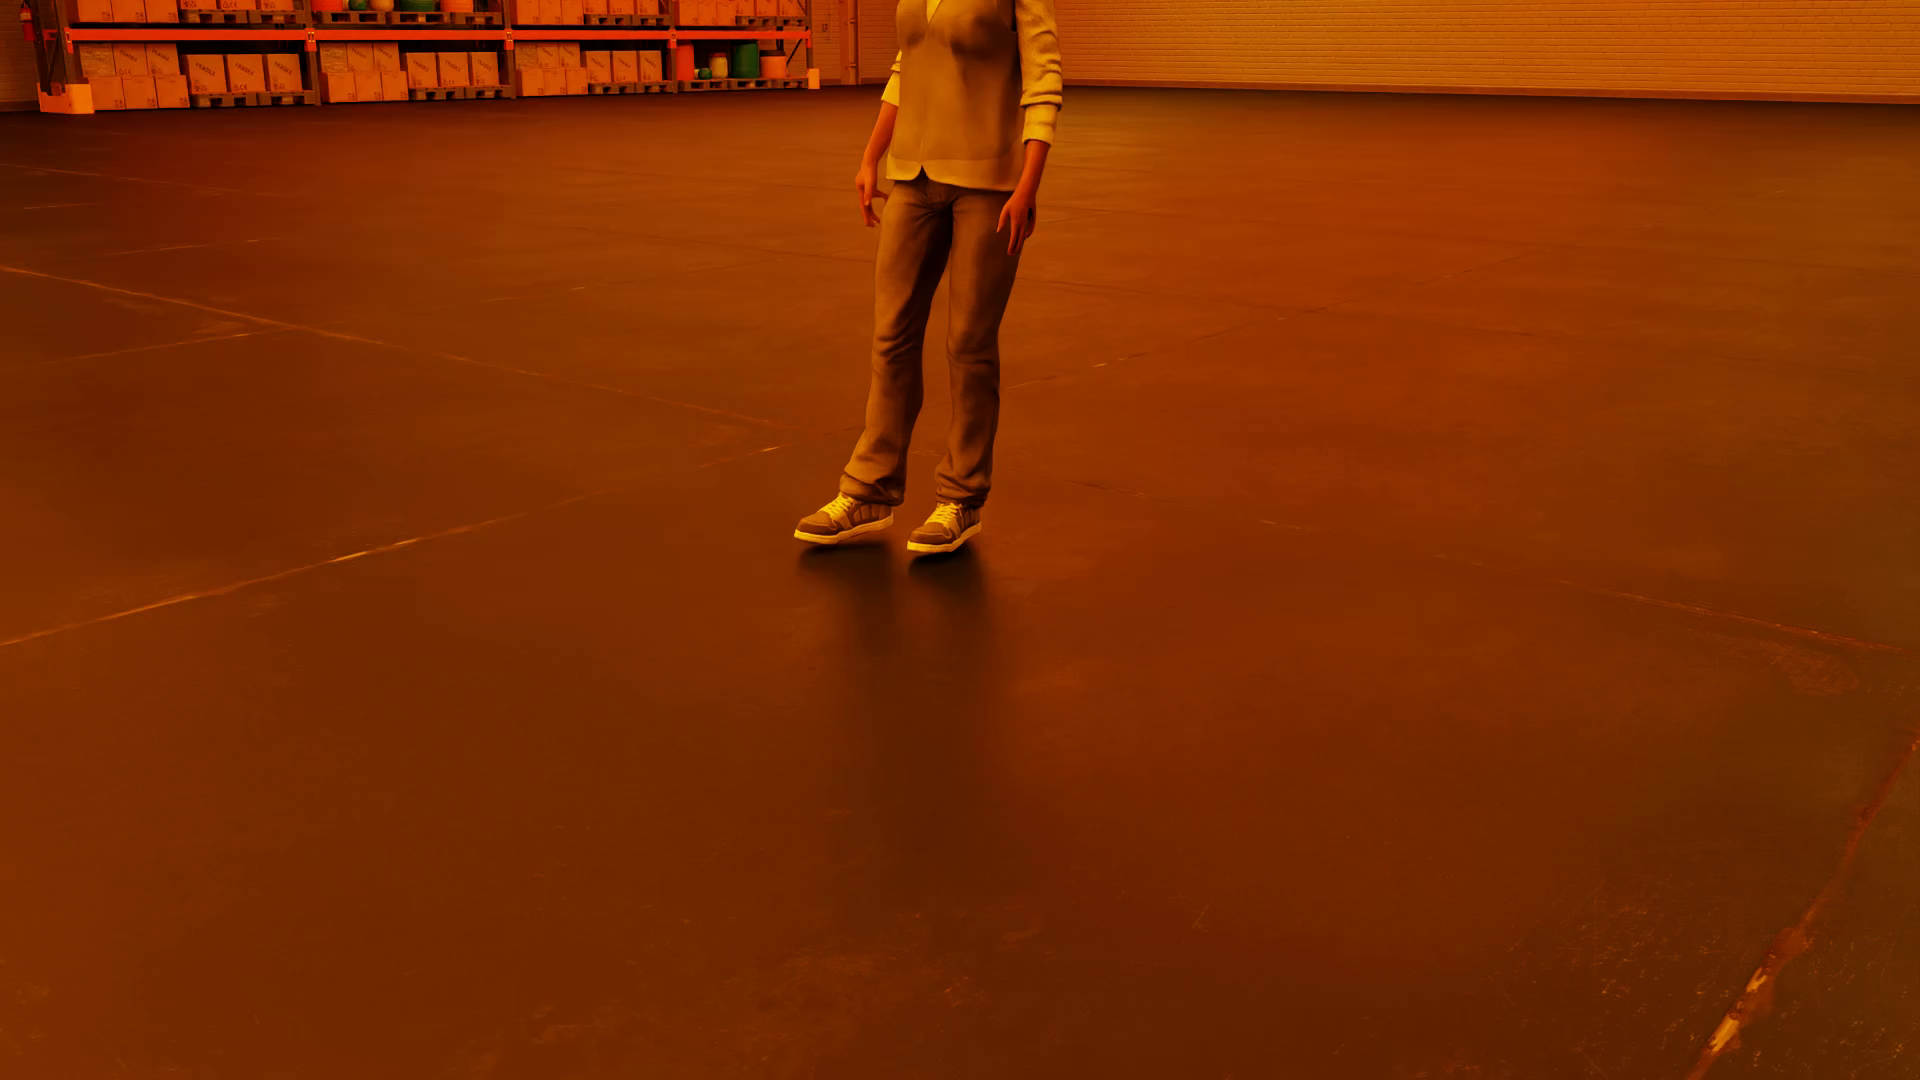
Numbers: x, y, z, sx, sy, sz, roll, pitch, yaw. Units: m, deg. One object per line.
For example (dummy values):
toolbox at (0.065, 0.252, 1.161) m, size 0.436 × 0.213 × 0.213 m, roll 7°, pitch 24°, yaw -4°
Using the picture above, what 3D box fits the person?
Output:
person at (-0.059, -0.757, 3.661) m, size 0.520 × 1.599 × 0.473 m, roll 13°, pitch 21°, yaw 37°
